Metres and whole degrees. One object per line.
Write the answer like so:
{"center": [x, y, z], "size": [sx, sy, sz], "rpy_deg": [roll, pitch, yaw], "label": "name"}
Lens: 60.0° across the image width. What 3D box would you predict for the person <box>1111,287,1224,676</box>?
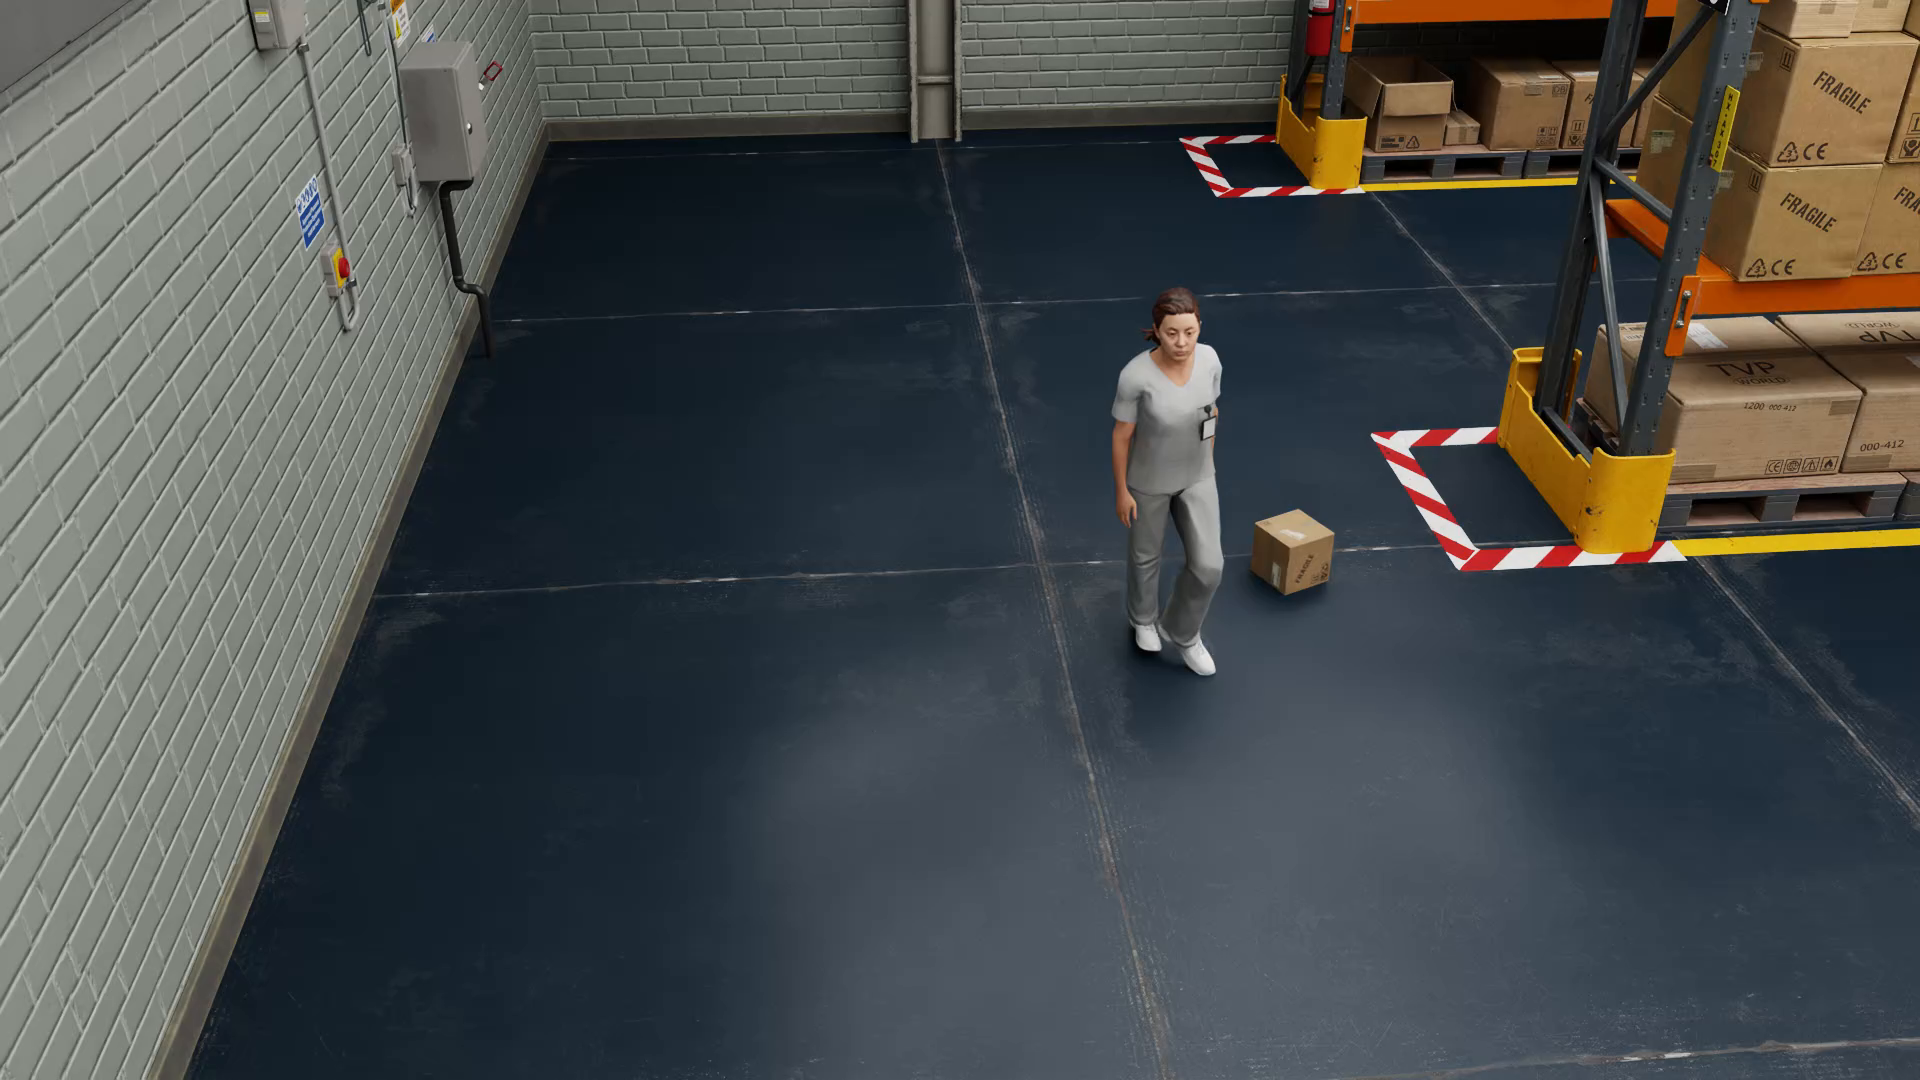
{"center": [0.792, -0.232, 6.512], "size": [0.473, 1.674, 0.533], "rpy_deg": [-6, 32, -9], "label": "person"}
